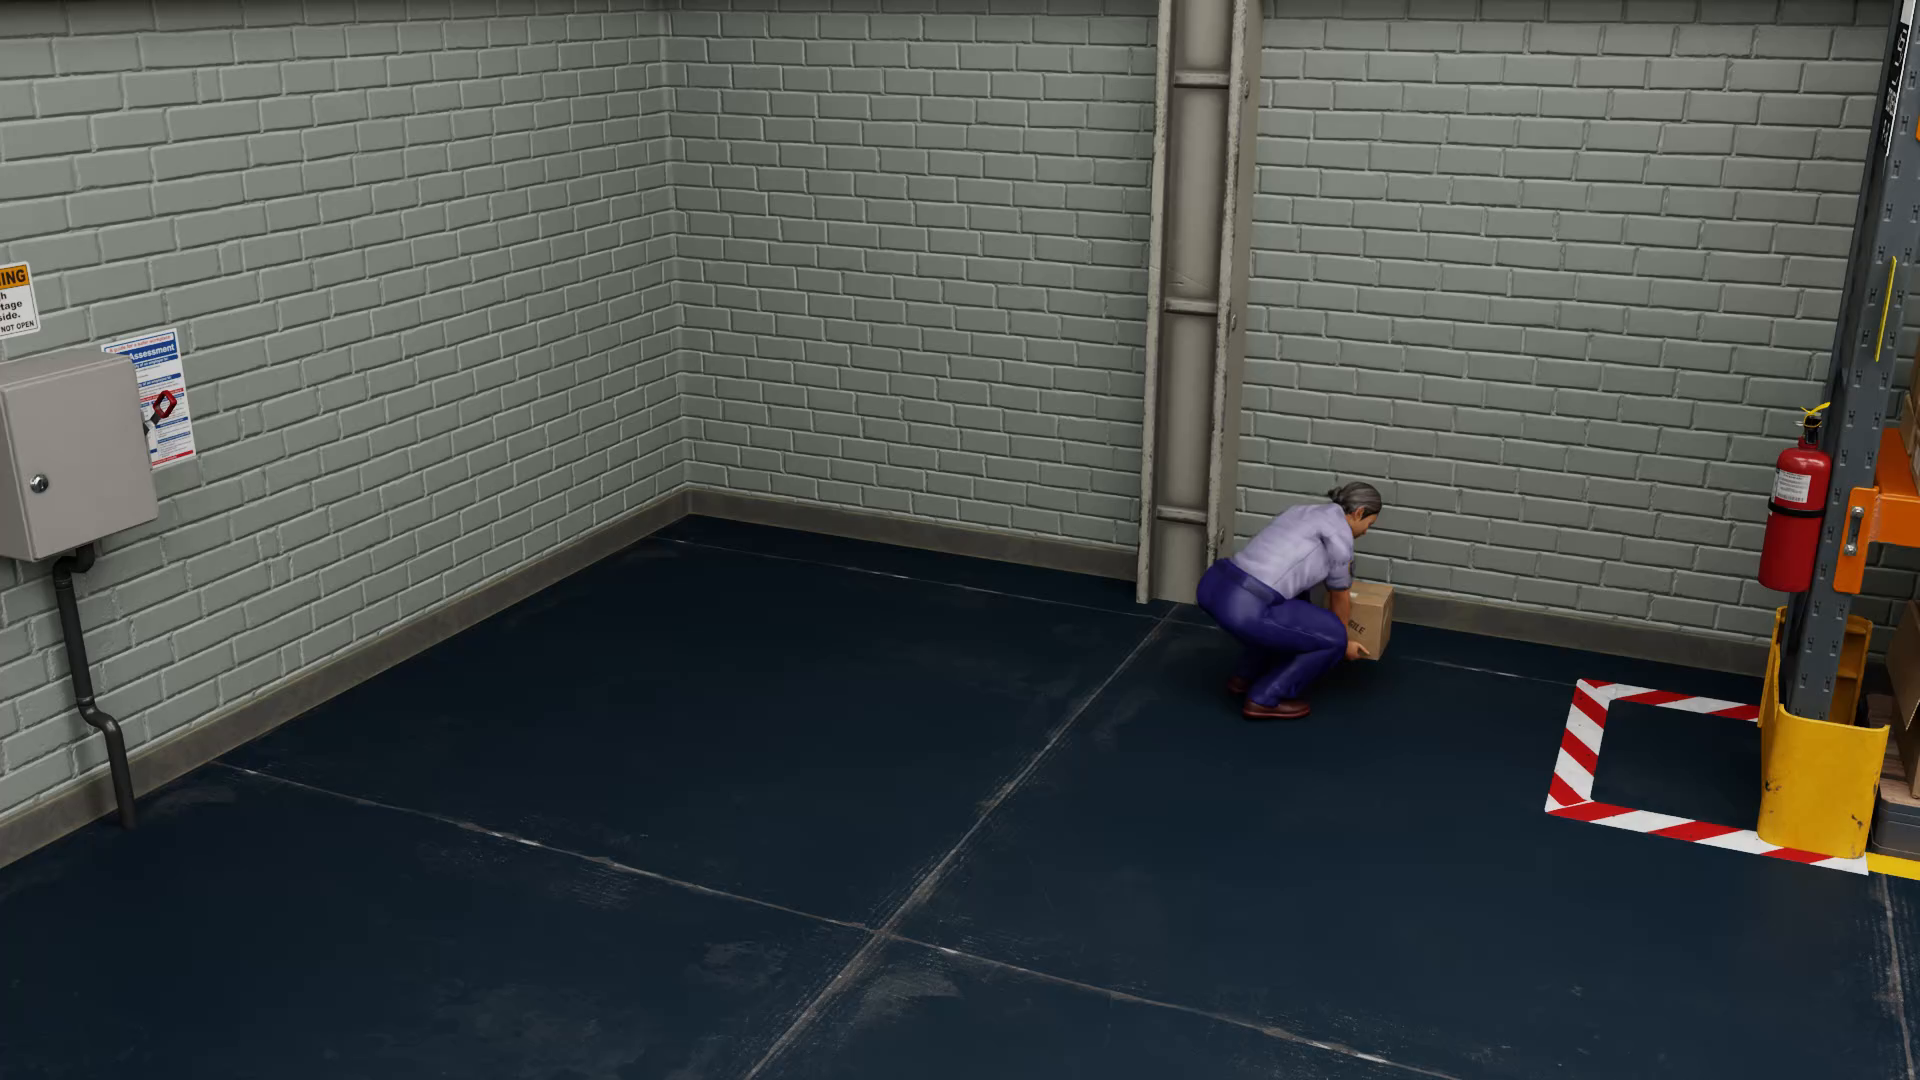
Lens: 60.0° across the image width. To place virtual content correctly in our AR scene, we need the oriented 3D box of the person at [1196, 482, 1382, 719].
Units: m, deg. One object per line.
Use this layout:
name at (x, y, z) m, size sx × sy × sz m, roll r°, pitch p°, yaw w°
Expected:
person at (1.430, 0.249, 6.997) m, size 0.888 × 0.922 × 0.494 m, roll -6°, pitch 20°, yaw -17°
